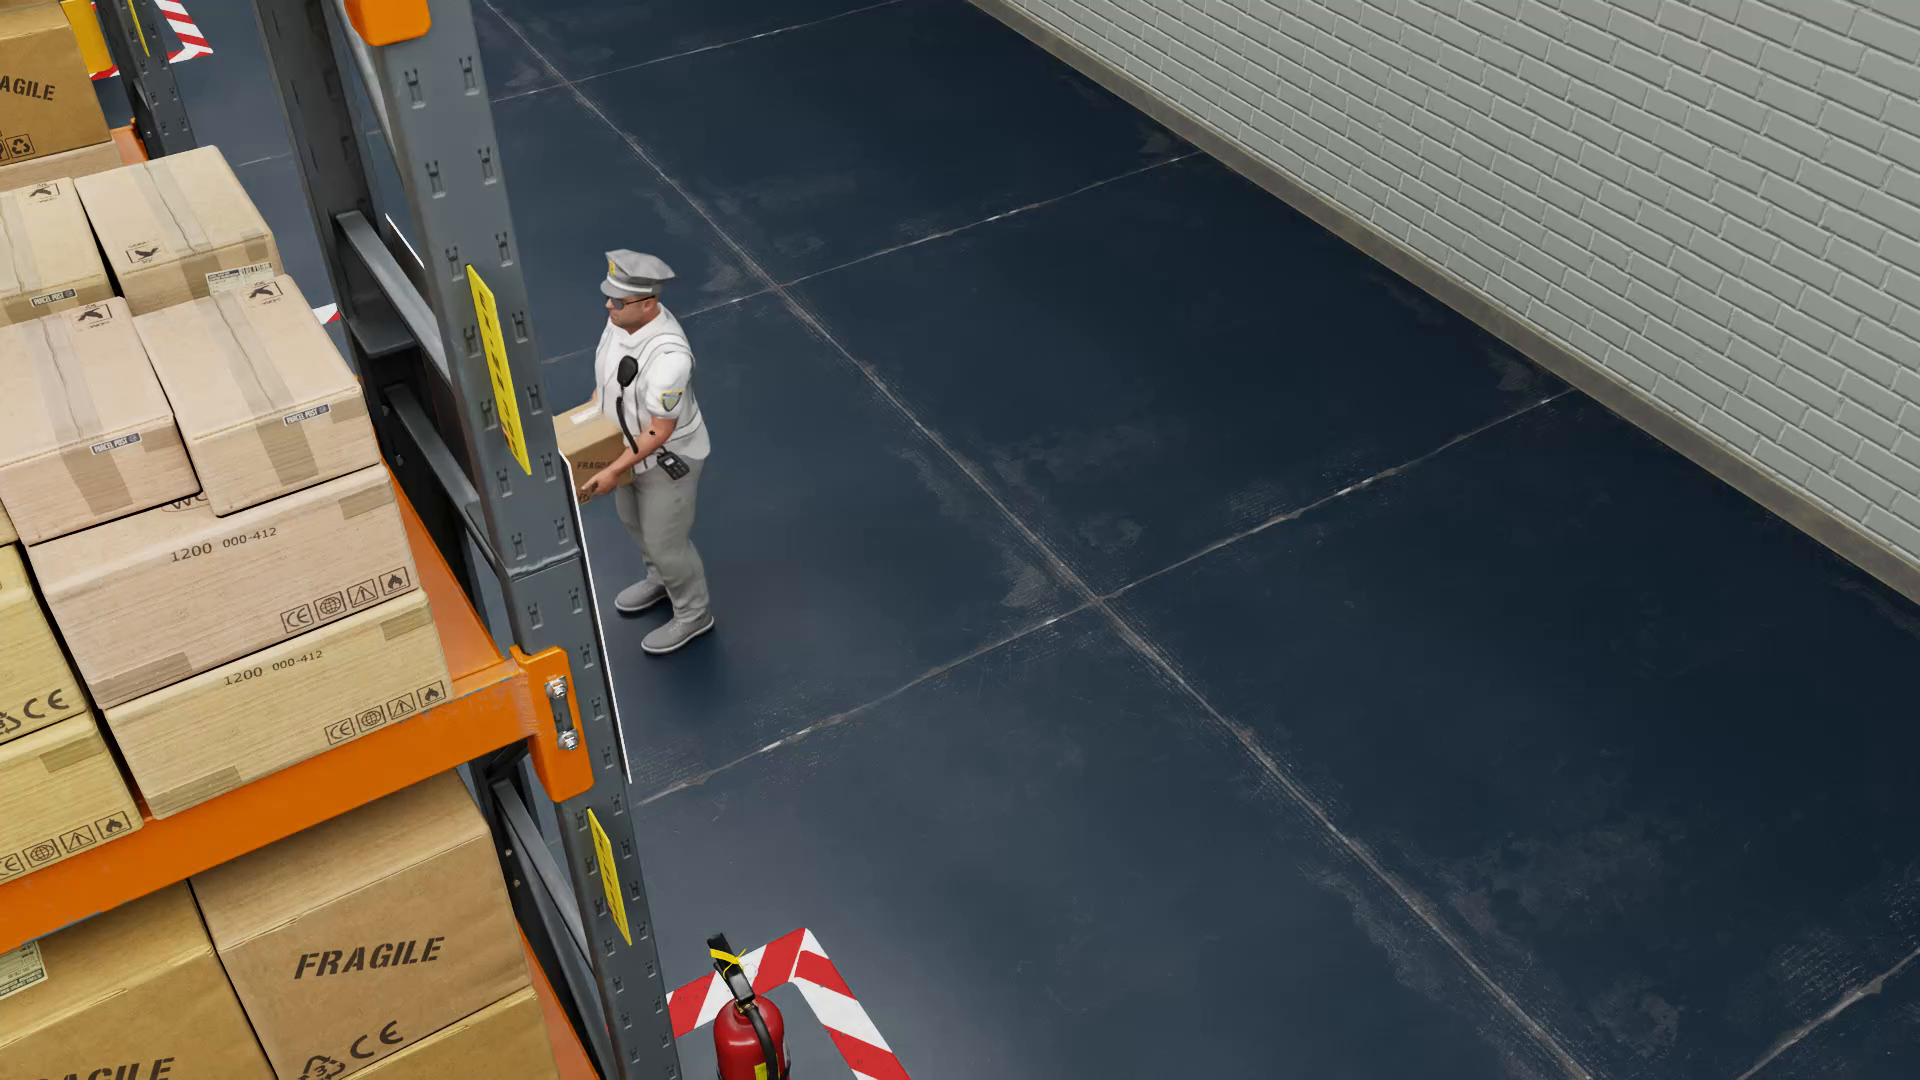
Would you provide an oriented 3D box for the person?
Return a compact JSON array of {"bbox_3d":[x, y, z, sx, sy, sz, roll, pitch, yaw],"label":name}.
[{"bbox_3d":[-1.269,-0.327,6.517,0.552,1.769,0.518,-23,45,-24],"label":"person"}]
